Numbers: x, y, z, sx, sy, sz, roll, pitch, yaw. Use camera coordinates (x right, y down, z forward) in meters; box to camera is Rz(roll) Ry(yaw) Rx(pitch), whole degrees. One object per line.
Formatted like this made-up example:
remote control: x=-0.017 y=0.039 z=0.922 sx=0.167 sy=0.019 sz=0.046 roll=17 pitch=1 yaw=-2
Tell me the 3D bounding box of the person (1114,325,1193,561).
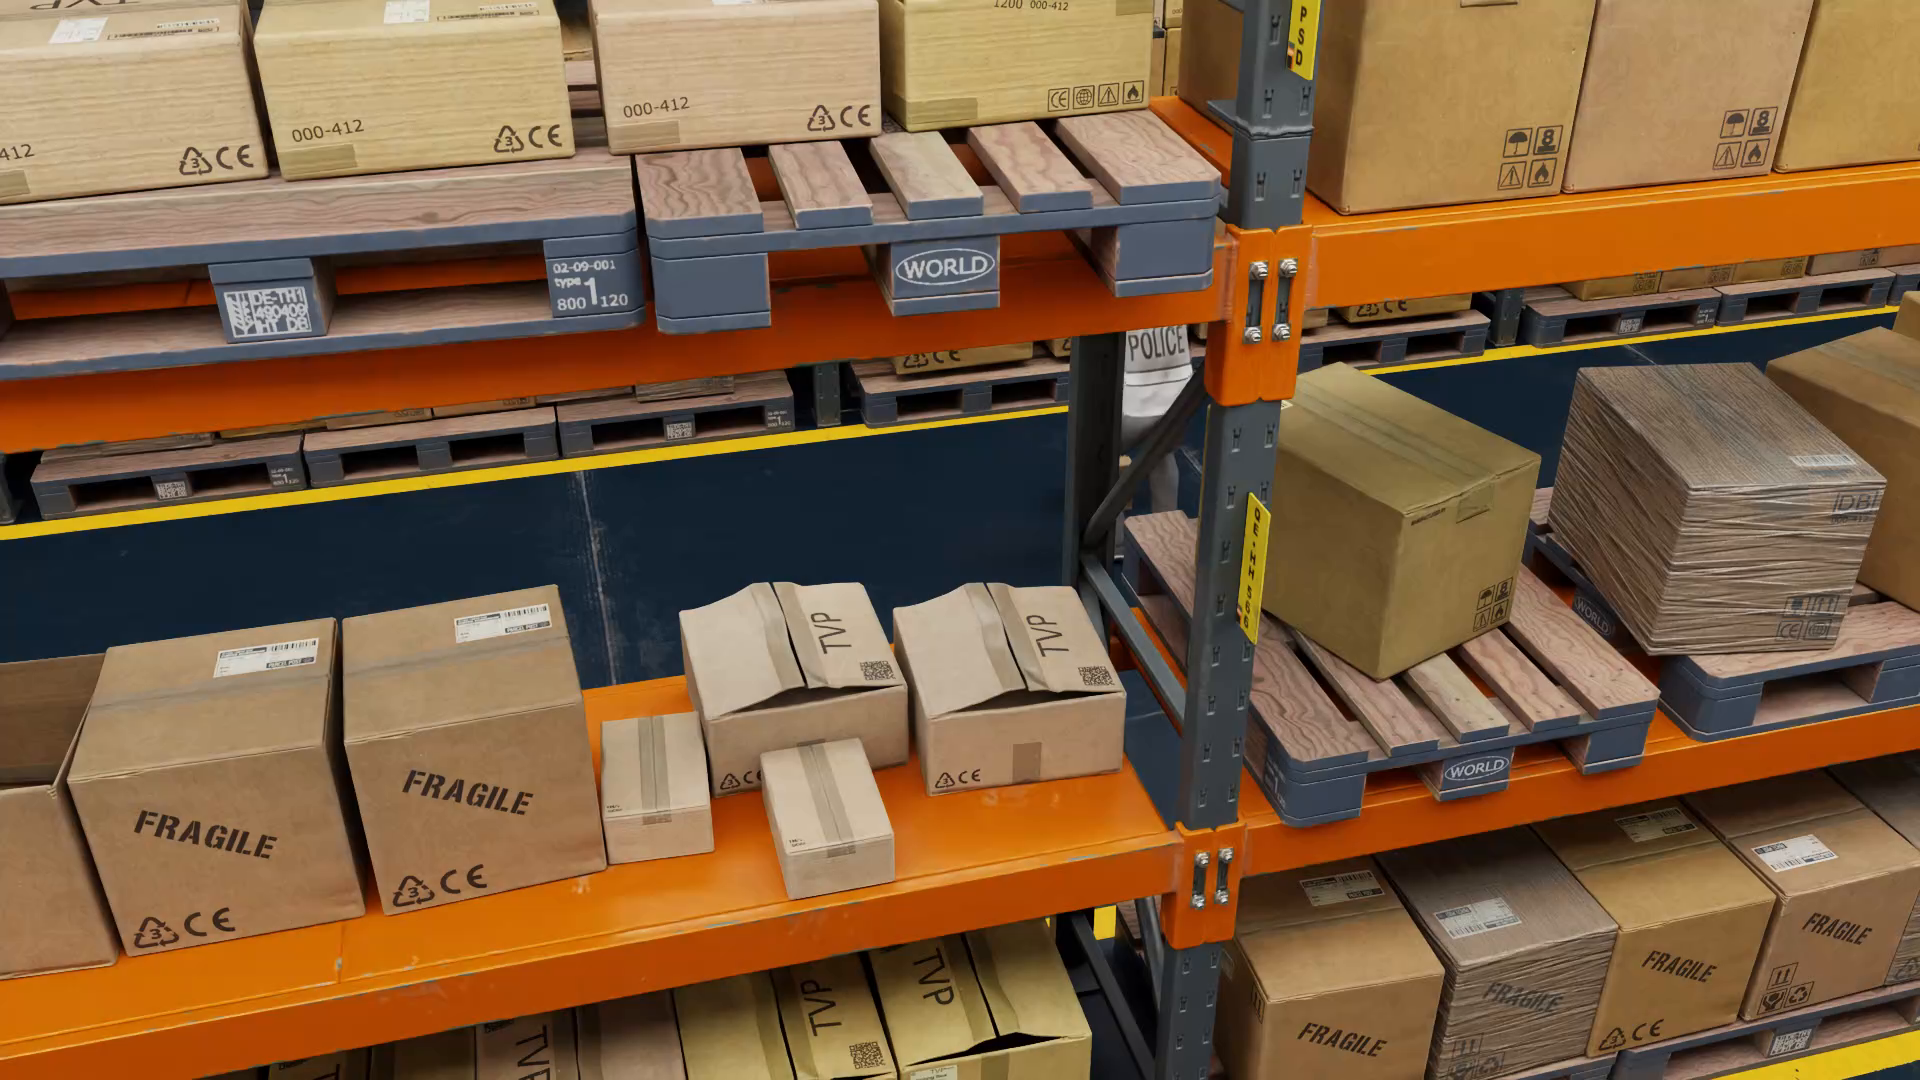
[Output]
person: x=0.765 y=-0.623 z=7.362 sx=0.487 sy=1.503 sz=0.607 roll=-8 pitch=31 yaw=-13
